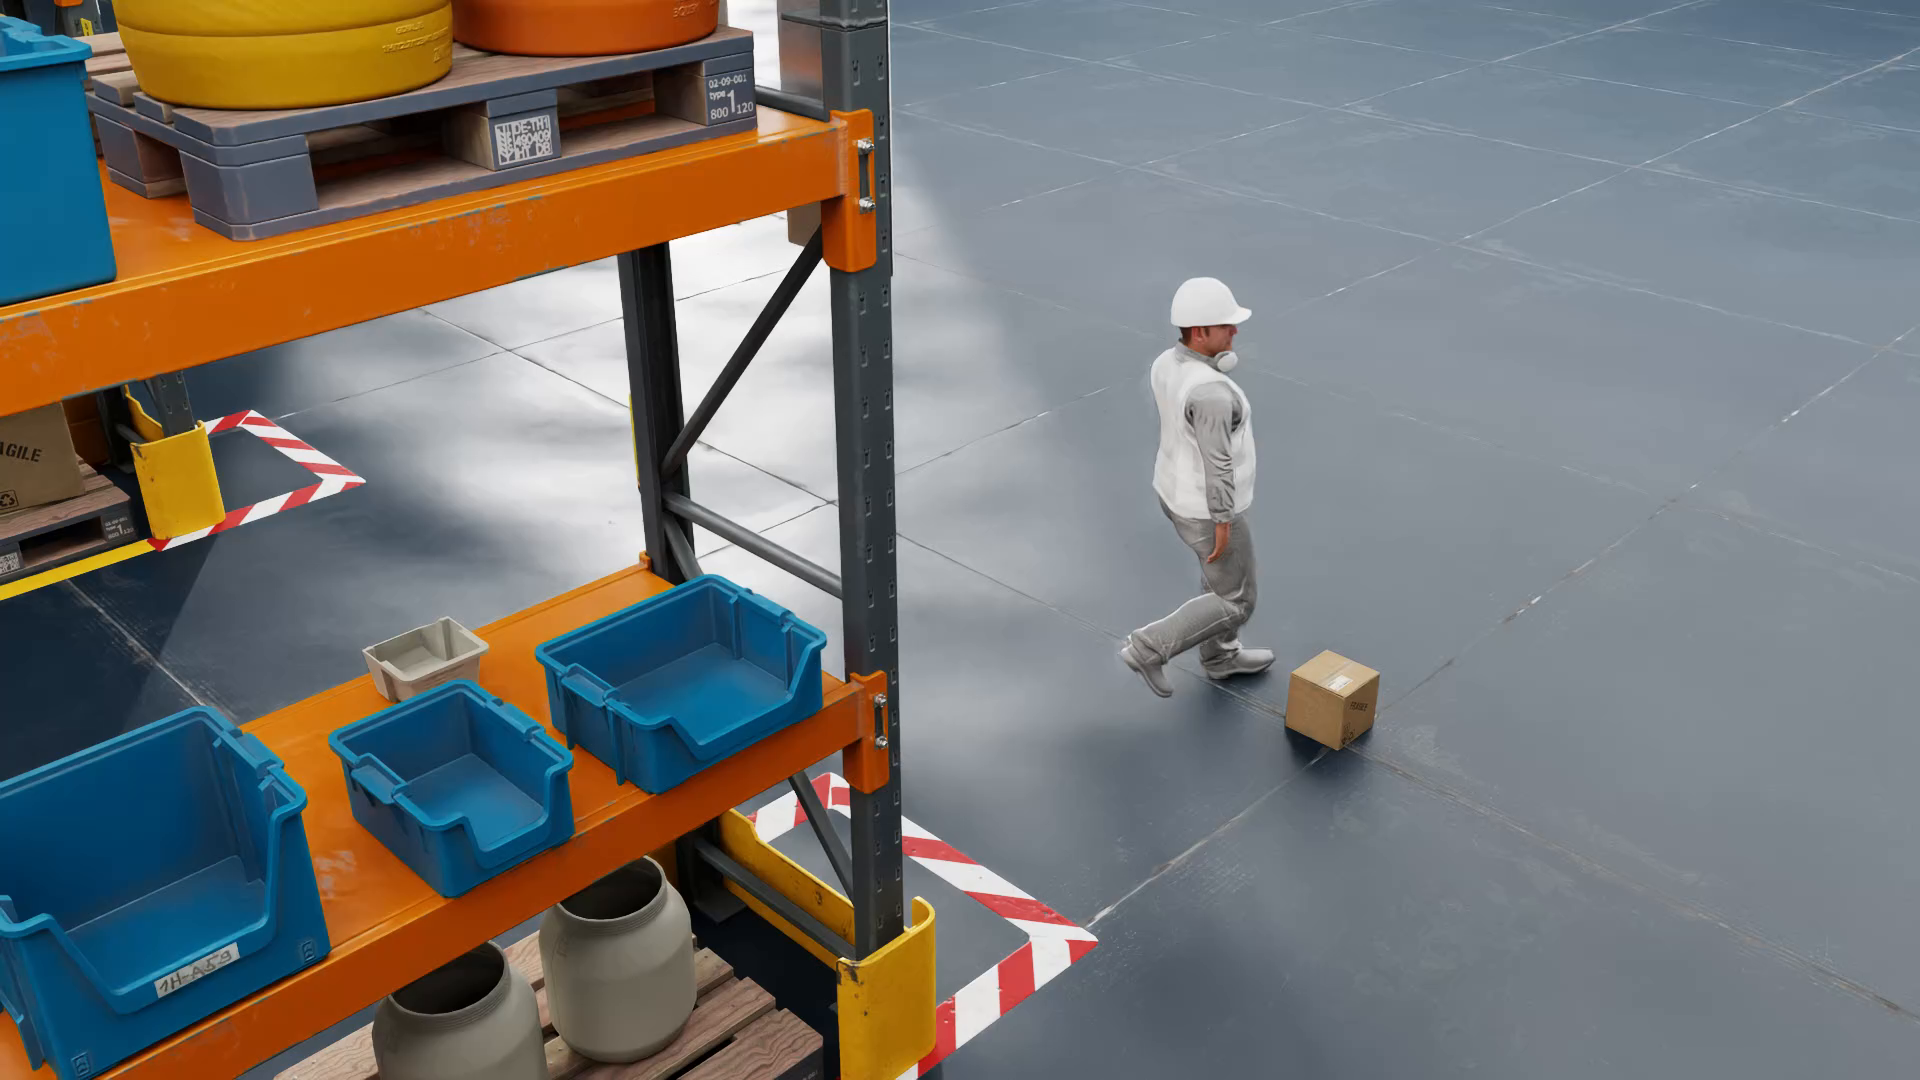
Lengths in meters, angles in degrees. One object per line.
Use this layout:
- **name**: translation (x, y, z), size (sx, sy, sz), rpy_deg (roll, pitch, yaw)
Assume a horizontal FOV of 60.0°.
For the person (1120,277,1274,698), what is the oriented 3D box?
- **person**: translation (0.964, -0.170, 6.433), size (0.753, 1.750, 0.549), rpy_deg (-6, 28, -12)
